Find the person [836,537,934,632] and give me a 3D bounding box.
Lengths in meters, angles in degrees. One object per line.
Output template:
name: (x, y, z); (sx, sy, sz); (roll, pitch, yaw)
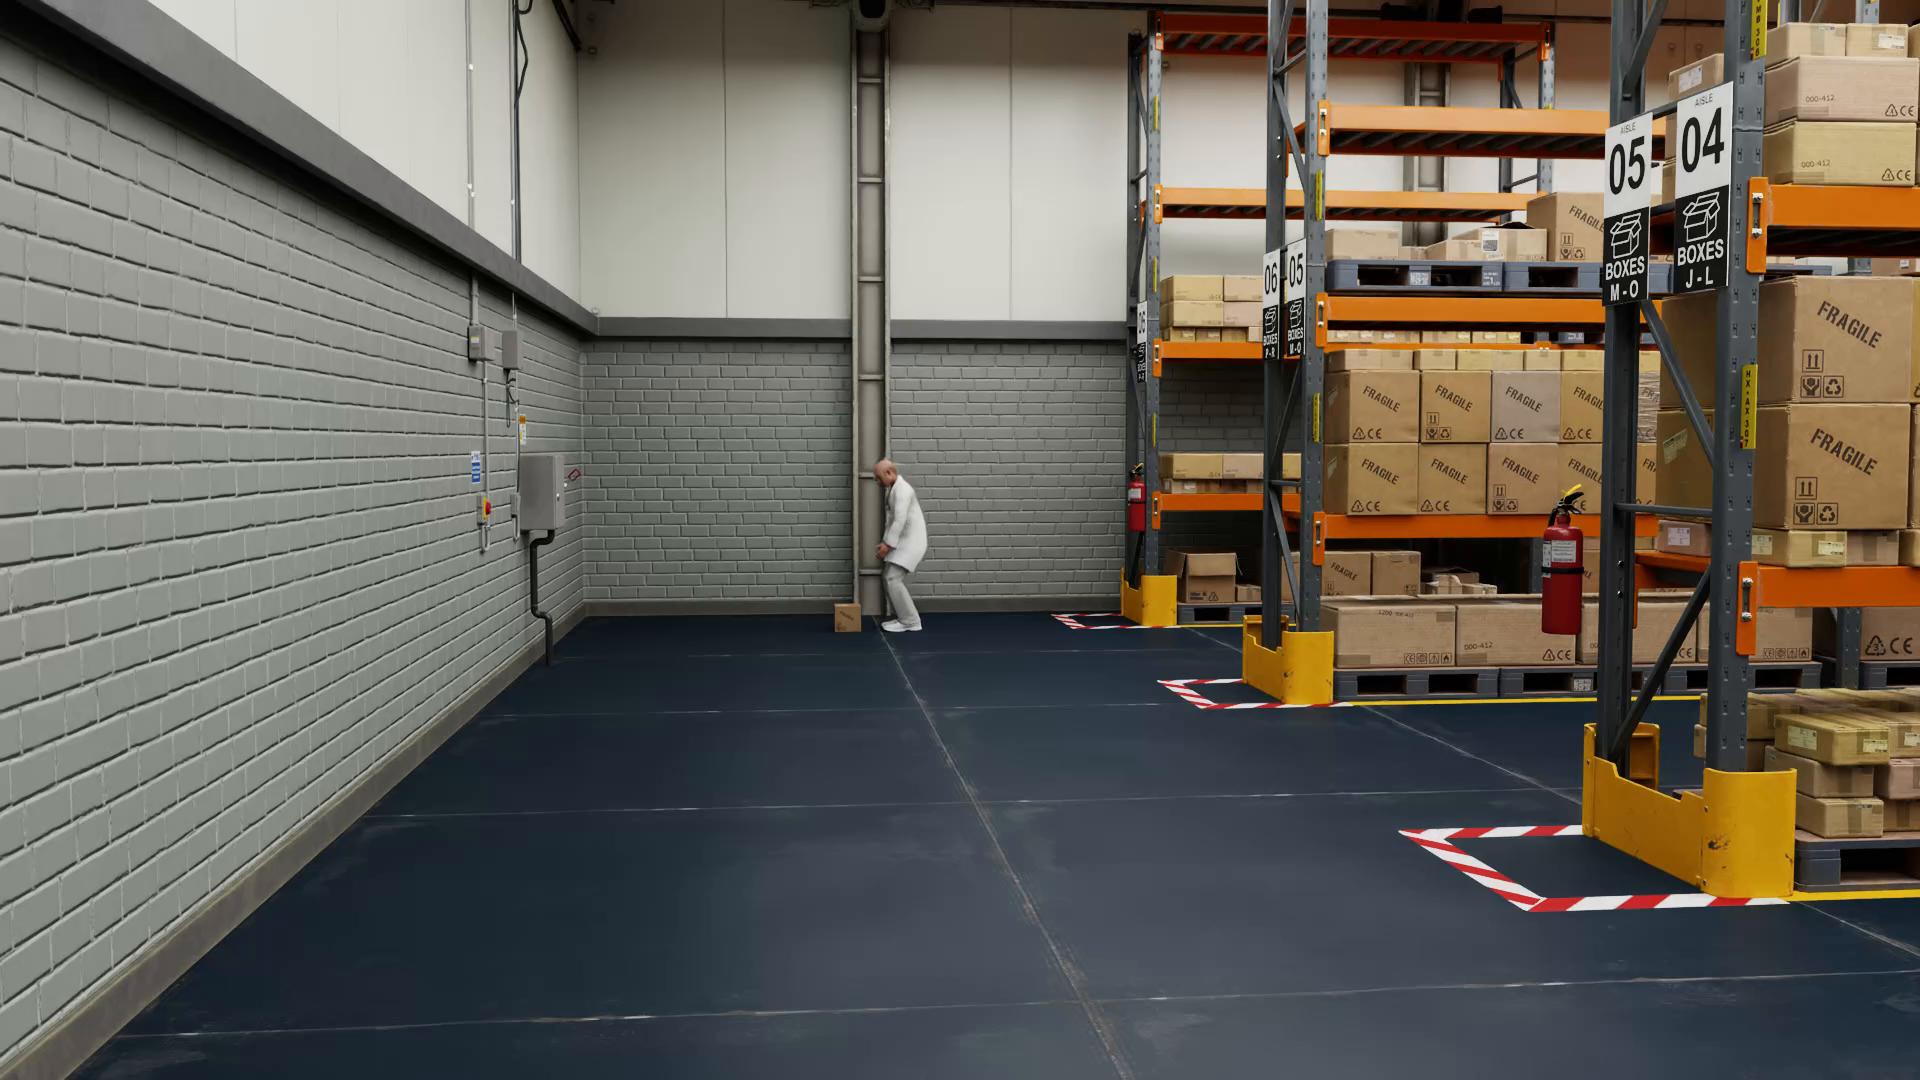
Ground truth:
person: (-0.729, 0.433, 16.063); (0.958, 0.910, 0.593); (0, 3, -9)
